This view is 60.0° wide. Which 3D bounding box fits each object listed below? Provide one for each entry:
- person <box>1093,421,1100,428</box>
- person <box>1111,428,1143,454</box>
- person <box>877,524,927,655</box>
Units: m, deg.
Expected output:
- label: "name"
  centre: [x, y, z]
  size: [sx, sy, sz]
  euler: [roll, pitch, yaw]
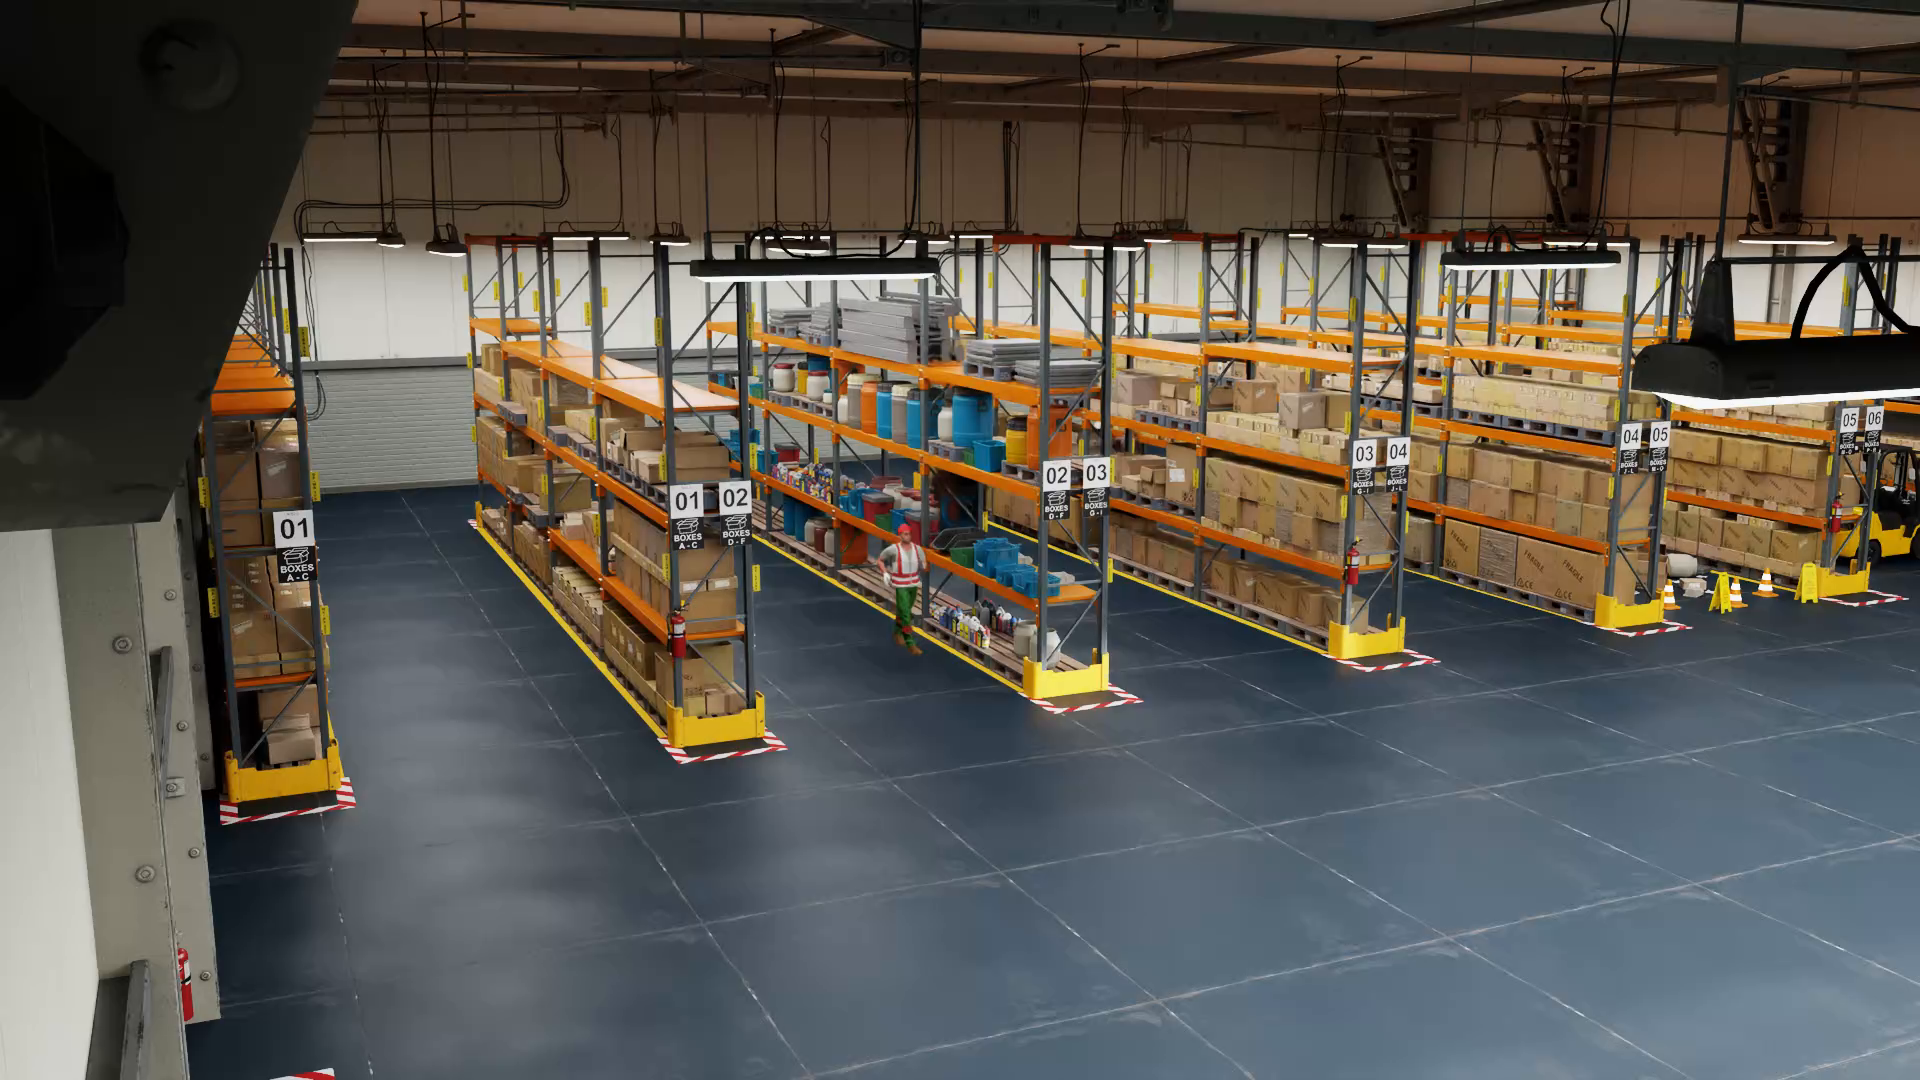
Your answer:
- label: "person"
  centre: [3.546, -2.476, 41.648]
  size: [0.715, 1.670, 0.660]
  euler: [-7, 13, -33]
- label: "person"
  centre: [3.705, -1.651, 36.935]
  size: [0.714, 1.798, 1.013]
  euler: [-3, 11, -15]
- label: "person"
  centre: [-0.750, 0.675, 23.343]
  size: [0.659, 1.823, 0.932]
  euler: [-7, 13, -33]
